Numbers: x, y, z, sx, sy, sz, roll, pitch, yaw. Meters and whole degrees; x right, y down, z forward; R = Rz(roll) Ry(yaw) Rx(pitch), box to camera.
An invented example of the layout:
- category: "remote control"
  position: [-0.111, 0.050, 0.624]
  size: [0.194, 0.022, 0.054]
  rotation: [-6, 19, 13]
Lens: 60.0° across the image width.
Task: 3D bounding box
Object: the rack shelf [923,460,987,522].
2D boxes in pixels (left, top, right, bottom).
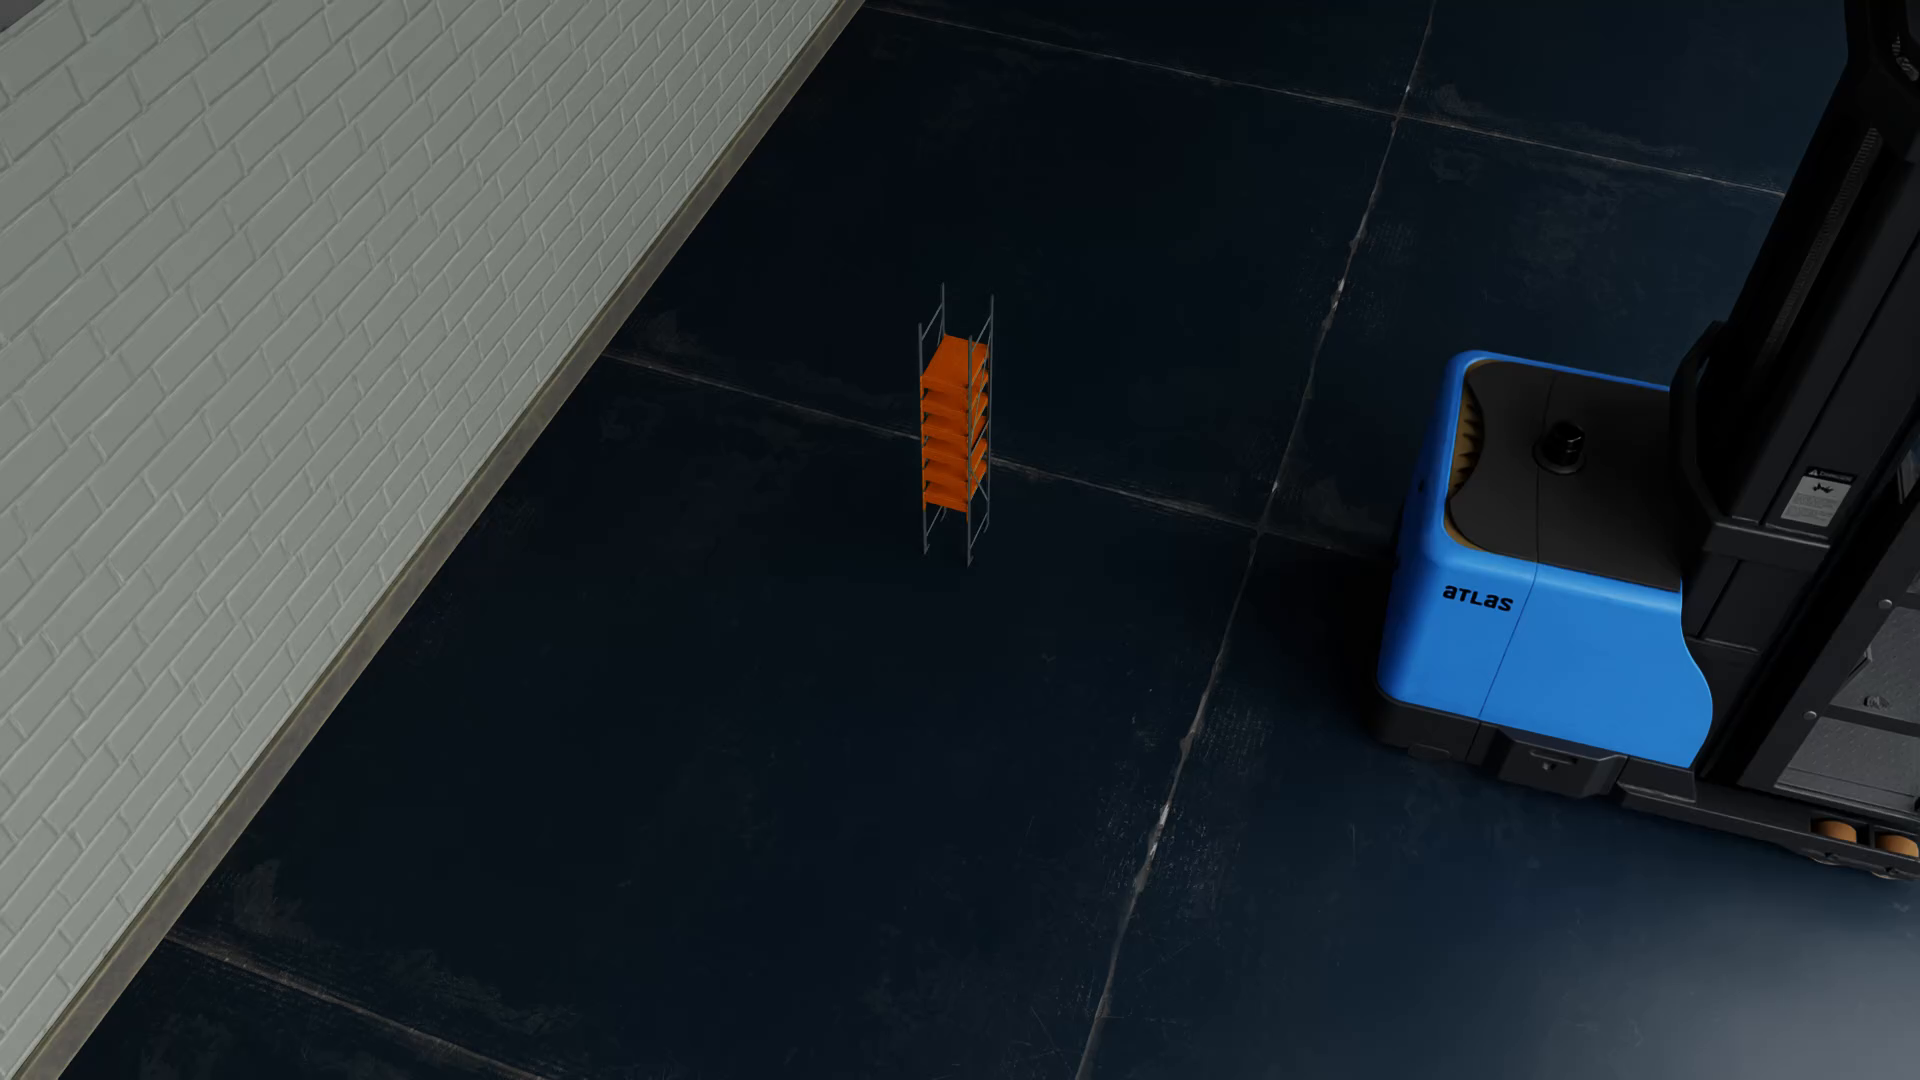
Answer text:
- category: "rack shelf"
  position: [-0.014, -0.210, 6.381]
  size: [0.180, 0.103, 0.258]
  rotation: [16, 51, 13]

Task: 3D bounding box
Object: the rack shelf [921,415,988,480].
- category: "rack shelf"
  position: [-0.014, -0.368, 6.200]
  size: [0.180, 0.103, 0.258]
  rotation: [16, 51, 13]

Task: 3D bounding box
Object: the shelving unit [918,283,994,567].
- category: "shelving unit"
  position: [-0.014, -0.397, 6.166]
  size: [0.189, 1.200, 0.258]
  rotation: [16, 51, 13]

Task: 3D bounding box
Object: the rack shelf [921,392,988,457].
- category: "rack shelf"
  position: [-0.014, -0.446, 6.109]
  size: [0.180, 0.103, 0.258]
  rotation: [16, 51, 13]

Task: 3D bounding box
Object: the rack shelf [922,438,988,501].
- category: "rack shelf"
  position: [-0.014, -0.289, 6.291]
  size: [0.180, 0.103, 0.258]
  rotation: [16, 51, 13]

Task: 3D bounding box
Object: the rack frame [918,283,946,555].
- category: "rack frame"
  position: [-0.099, -0.421, 6.187]
  size: [0.006, 1.200, 0.240]
  rotation: [16, 51, 13]

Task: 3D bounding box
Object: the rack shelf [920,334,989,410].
- category: "rack shelf"
  position: [-0.014, -0.603, 5.928]
  size: [0.180, 0.103, 0.258]
  rotation: [16, 51, 13]

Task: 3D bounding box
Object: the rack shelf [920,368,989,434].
- category: "rack shelf"
  position: [-0.014, -0.525, 6.019]
  size: [0.180, 0.103, 0.258]
  rotation: [16, 51, 13]

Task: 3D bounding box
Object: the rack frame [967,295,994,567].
- category: "rack frame"
  position: [0.072, -0.373, 6.146]
  size: [0.006, 1.200, 0.240]
  rotation: [16, 51, 13]

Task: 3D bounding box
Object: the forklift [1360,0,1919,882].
- category: "forklift"
  position: [3.010, -0.265, 4.907]
  size: [3.031, 2.935, 1.130]
  rotation: [13, 50, 11]
